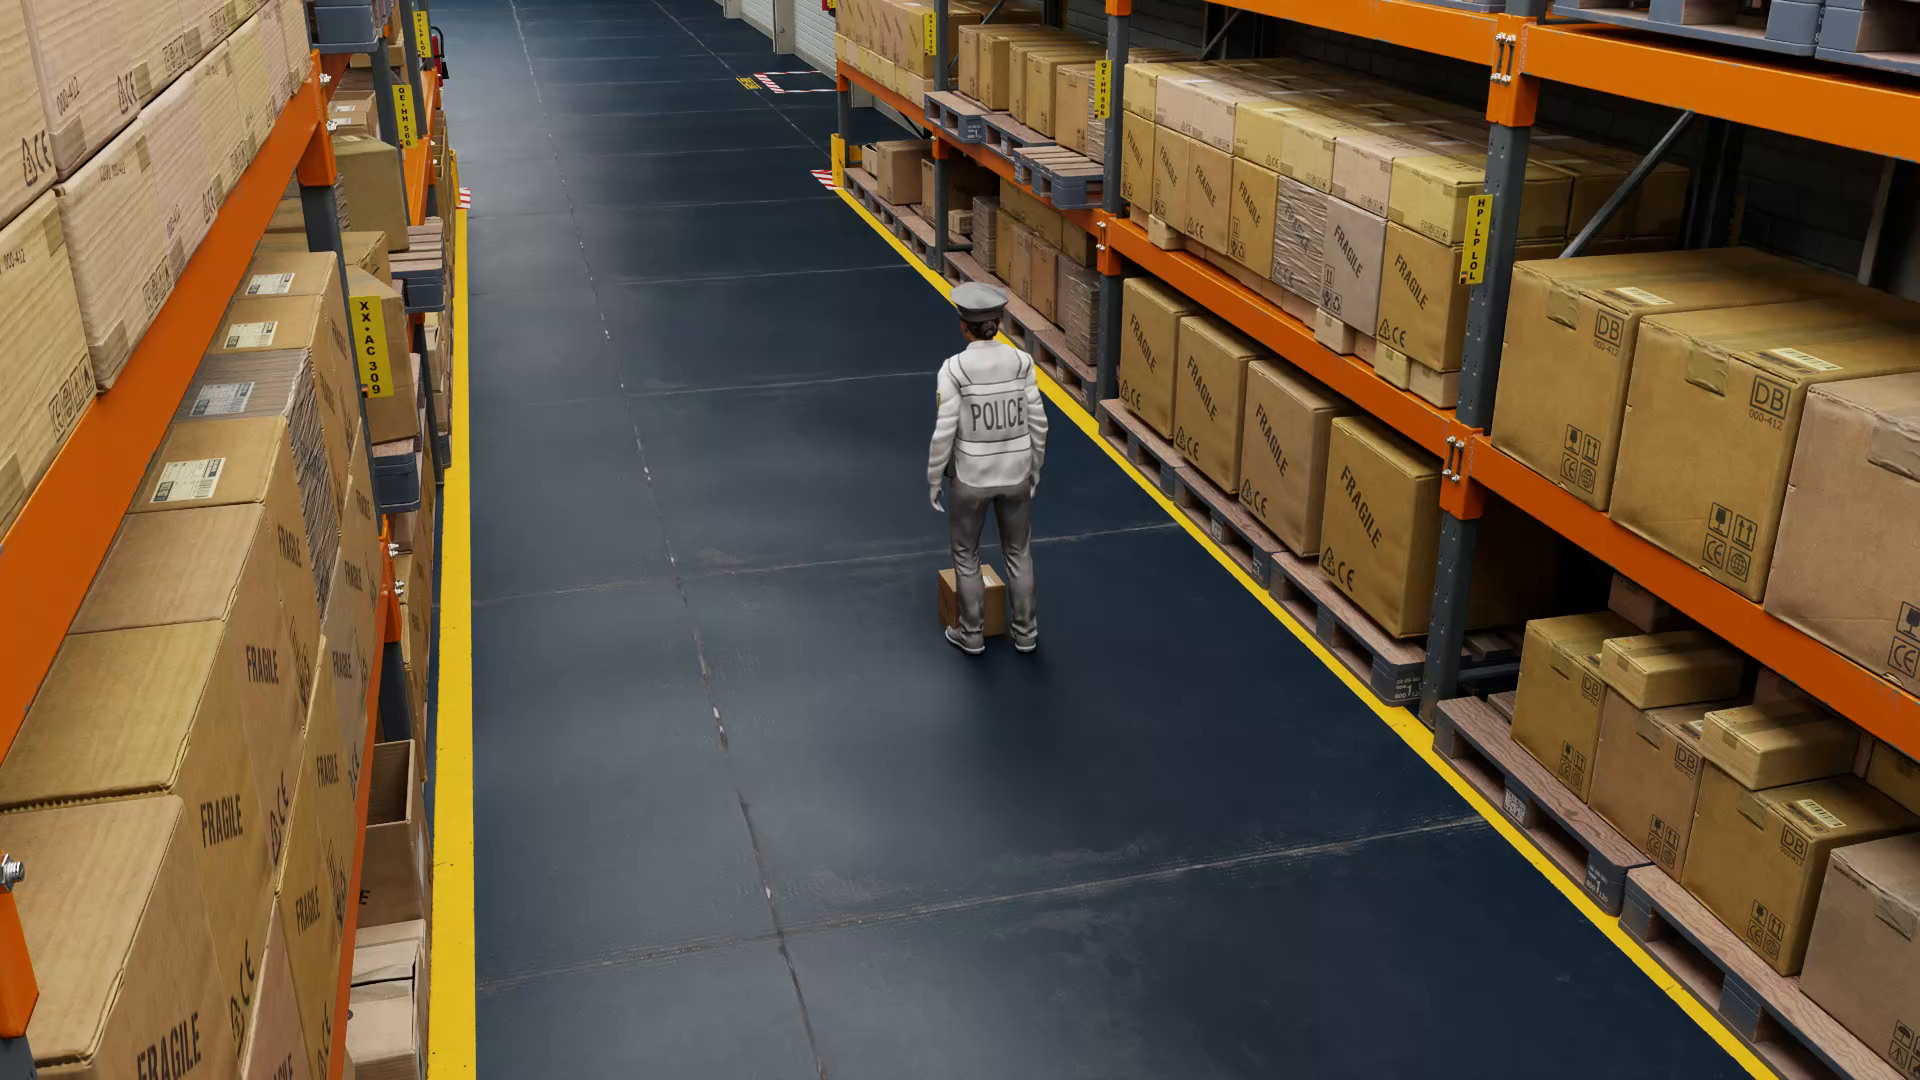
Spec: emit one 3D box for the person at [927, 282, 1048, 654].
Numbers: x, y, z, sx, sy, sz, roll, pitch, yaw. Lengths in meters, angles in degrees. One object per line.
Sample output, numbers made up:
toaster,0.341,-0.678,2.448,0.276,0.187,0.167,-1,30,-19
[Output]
person,0.112,-0.278,7.242,0.547,1.666,0.412,-8,24,-17
